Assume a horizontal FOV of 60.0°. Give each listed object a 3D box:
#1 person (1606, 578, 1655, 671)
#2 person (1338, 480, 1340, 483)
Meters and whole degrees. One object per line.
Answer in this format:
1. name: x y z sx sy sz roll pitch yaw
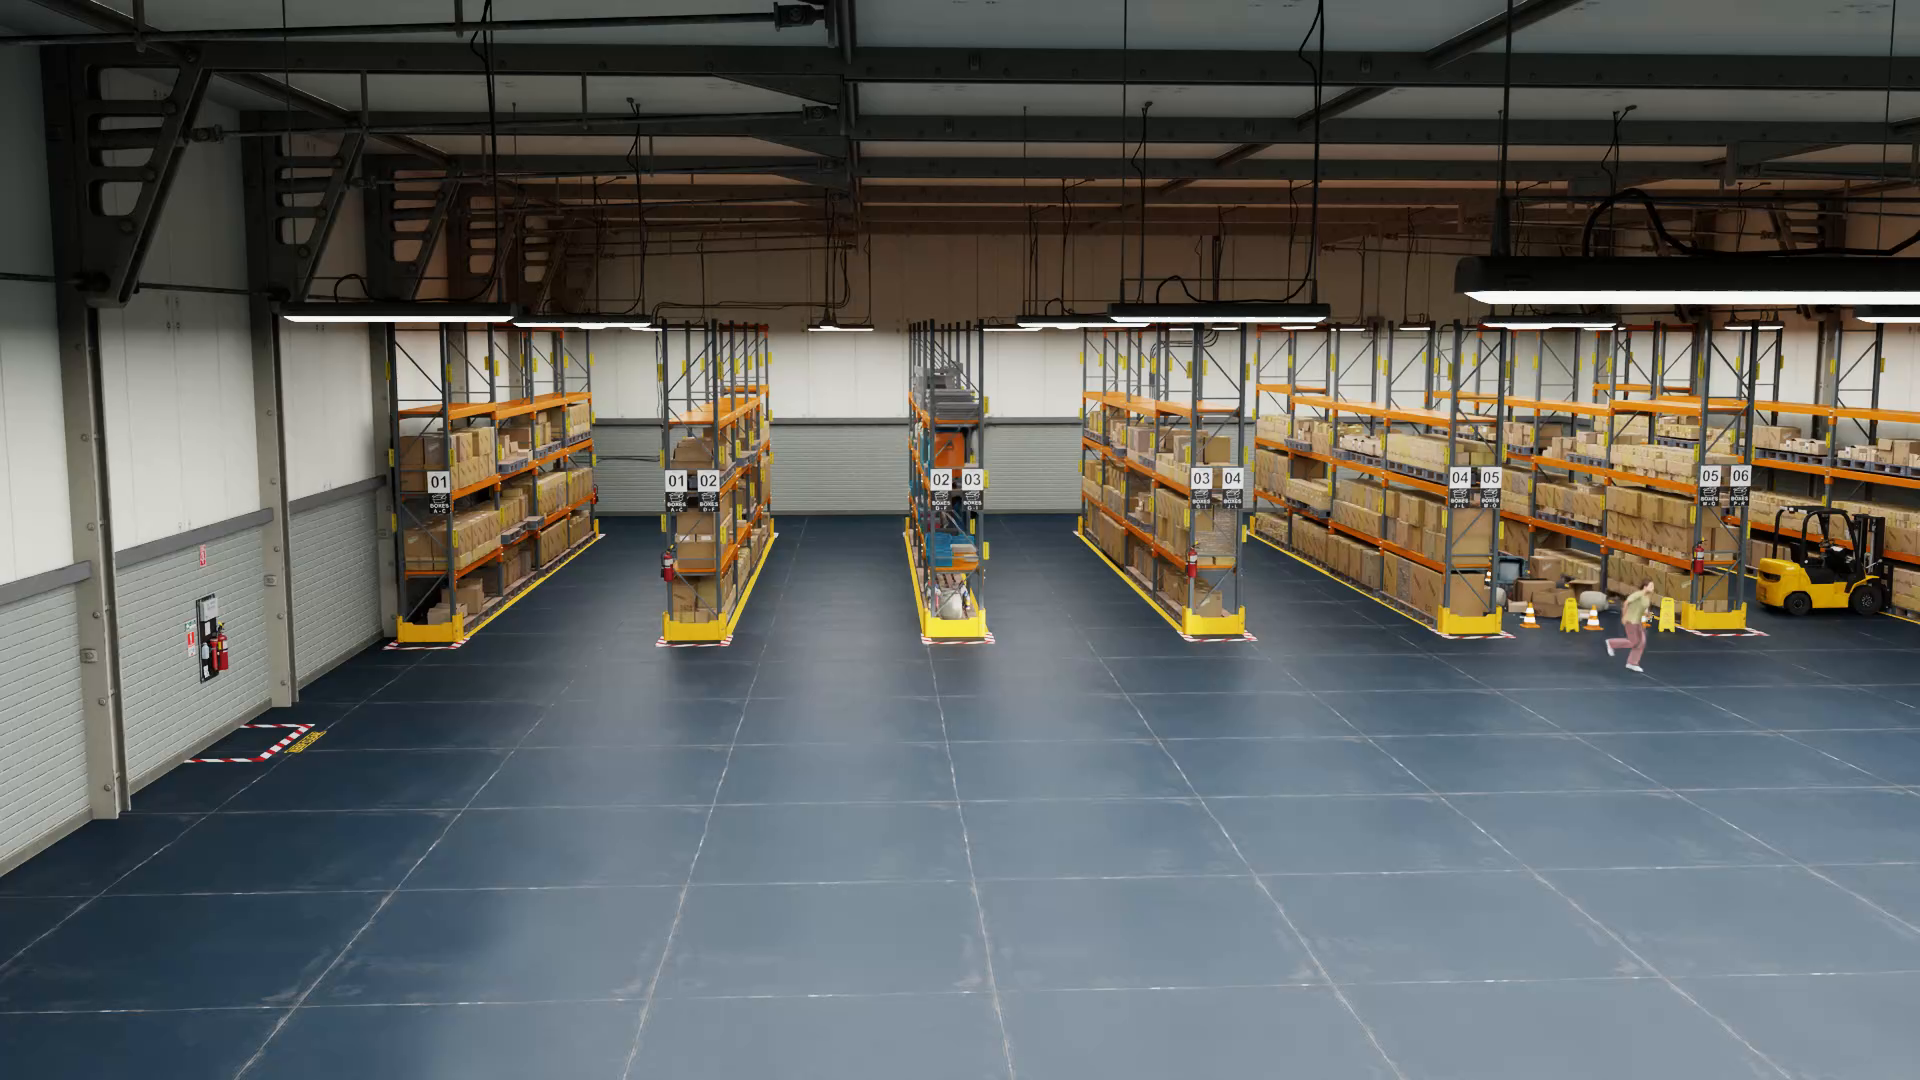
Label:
1. person: 11.523 1.430 28.594 0.777 1.612 0.576 6 9 42
2. person: 10.858 -0.925 47.478 0.504 1.571 0.732 -4 8 -31
